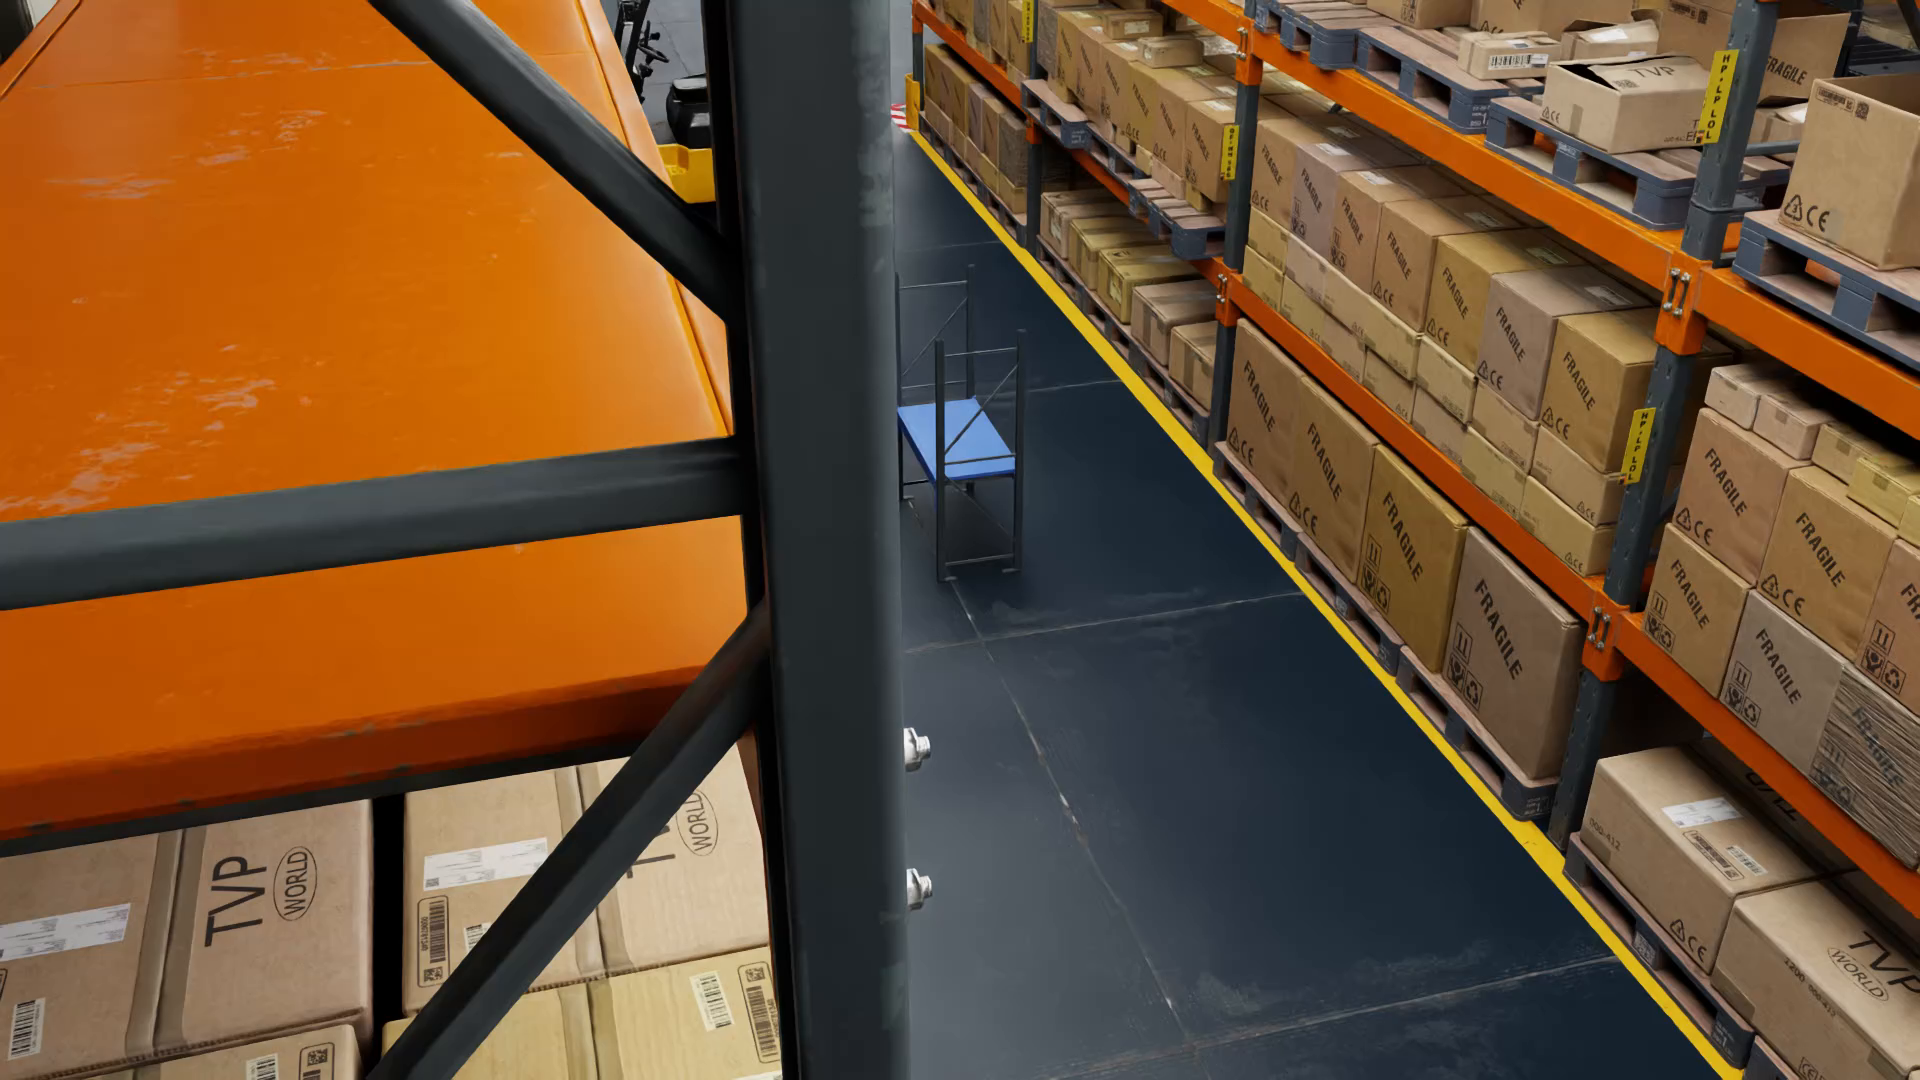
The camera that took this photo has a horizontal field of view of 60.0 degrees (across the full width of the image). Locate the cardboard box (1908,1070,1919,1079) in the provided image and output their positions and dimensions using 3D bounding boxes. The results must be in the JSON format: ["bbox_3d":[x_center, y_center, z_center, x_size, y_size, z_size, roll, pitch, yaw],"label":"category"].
[{"bbox_3d":[3.727,2.135,5.437,0.875,0.438,0.875,-7,31,-12],"label":"cardboard box"}]

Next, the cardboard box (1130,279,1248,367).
[{"bbox_3d":[1.783,-1.584,11.927,0.950,0.372,0.625,-8,31,-14],"label":"cardboard box"}]

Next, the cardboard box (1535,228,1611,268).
[{"bbox_3d":[3.056,-1.189,7.943,0.500,0.500,0.500,-9,31,-15],"label":"cardboard box"}]

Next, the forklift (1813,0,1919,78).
[{"bbox_3d":[5.395,-2.080,10.649,3.031,2.935,1.130,-9,31,-14],"label":"forklift"}]

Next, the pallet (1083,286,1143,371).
[{"bbox_3d":[1.600,-1.669,12.653,1.003,0.211,1.213,-8,31,-13],"label":"pallet"}]

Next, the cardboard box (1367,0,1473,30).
[{"bbox_3d":[2.572,-2.980,8.622,0.700,0.500,0.500,-9,31,-16],"label":"cardboard box"}]

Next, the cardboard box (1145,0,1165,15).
[{"bbox_3d":[1.601,-3.952,12.351,0.380,0.149,0.250,-9,31,-15],"label":"cardboard box"}]

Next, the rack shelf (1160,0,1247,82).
[{"bbox_3d":[1.596,-3.862,11.384,1.077,0.370,4.000,-8,31,-13],"label":"rack shelf"}]

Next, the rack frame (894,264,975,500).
[{"bbox_3d":[-0.158,-0.936,10.101,0.500,1.500,0.032,-8,31,-13],"label":"rack frame"}]

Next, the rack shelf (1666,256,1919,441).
[{"bbox_3d":[3.719,0.001,4.708,1.077,0.370,4.000,-8,31,-13],"label":"rack shelf"}]

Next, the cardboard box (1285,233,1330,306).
[{"bbox_3d":[2.159,-1.534,9.287,0.500,0.250,0.500,-7,31,-12],"label":"cardboard box"}]

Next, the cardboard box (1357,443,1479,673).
[{"bbox_3d":[2.699,0.036,8.626,0.875,0.875,0.875,-7,31,-12],"label":"cardboard box"}]

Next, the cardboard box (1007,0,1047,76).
[{"bbox_3d":[0.707,-4.195,13.838,0.500,0.500,0.500,-9,31,-15],"label":"cardboard box"}]

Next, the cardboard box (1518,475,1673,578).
[{"bbox_3d":[2.826,-0.096,7.302,0.500,0.250,0.500,-9,31,-14],"label":"cardboard box"}]

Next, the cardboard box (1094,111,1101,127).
[{"bbox_3d":[1.205,-3.108,12.187,0.380,0.149,0.250,-8,31,-13],"label":"cardboard box"}]

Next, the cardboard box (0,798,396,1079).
[{"bbox_3d":[-1.059,0.609,2.295,0.500,0.250,0.500,-9,31,-15],"label":"cardboard box"}]

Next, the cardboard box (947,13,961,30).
[{"bbox_3d":[0.091,-4.965,15.816,0.380,0.149,0.250,-7,31,-12],"label":"cardboard box"}]

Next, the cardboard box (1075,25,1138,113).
[{"bbox_3d":[1.164,-3.448,12.128,0.500,0.500,0.500,-8,31,-14],"label":"cardboard box"}]

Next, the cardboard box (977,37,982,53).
[{"bbox_3d":[0.374,-4.465,14.952,0.380,0.149,0.250,-8,31,-14],"label":"cardboard box"}]

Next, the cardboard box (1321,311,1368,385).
[{"bbox_3d":[2.301,-1.075,8.994,0.500,0.250,0.500,-7,31,-12],"label":"cardboard box"}]

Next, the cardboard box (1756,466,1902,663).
[{"bbox_3d":[3.209,0.053,5.797,0.500,0.500,0.500,-8,31,-14],"label":"cardboard box"}]

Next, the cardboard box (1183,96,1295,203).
[{"bbox_3d":[1.738,-2.446,10.397,0.500,0.500,0.500,-9,31,-15],"label":"cardboard box"}]

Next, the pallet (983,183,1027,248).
[{"bbox_3d":[0.852,-2.954,14.875,1.003,0.211,1.213,-8,31,-13],"label":"pallet"}]

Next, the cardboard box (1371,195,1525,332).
[{"bbox_3d":[2.416,-1.381,8.274,0.500,0.500,0.500,-7,31,-12],"label":"cardboard box"}]

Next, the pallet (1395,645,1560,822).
[{"bbox_3d":[2.911,0.866,8.273,1.003,0.211,1.213,-8,31,-13],"label":"pallet"}]

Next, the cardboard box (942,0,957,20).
[{"bbox_3d":[0.138,-5.184,15.547,0.500,0.500,0.500,-8,31,-14],"label":"cardboard box"}]

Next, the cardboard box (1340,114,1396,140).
[{"bbox_3d":[2.516,-2.171,9.639,0.500,0.500,0.500,-9,31,-15],"label":"cardboard box"}]

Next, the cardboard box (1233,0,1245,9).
[{"bbox_3d":[1.840,-3.223,9.812,0.380,0.149,0.250,-8,31,-13],"label":"cardboard box"}]

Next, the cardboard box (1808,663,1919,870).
[{"bbox_3d":[3.316,0.725,5.634,0.500,0.500,0.500,-8,31,-13],"label":"cardboard box"}]

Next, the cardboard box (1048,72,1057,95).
[{"bbox_3d":[0.907,-3.606,13.048,0.380,0.149,0.250,-7,31,-13],"label":"cardboard box"}]

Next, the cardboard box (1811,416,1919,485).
[{"bbox_3d":[3.214,-0.308,5.773,0.380,0.149,0.250,-8,31,-14],"label":"cardboard box"}]

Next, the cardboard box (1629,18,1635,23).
[{"bbox_3d":[5.825,-4.058,13.898,0.500,0.500,0.500,-8,31,-13],"label":"cardboard box"}]

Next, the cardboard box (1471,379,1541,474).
[{"bbox_3d":[2.697,-0.550,7.588,0.500,0.250,0.500,-7,31,-12],"label":"cardboard box"}]

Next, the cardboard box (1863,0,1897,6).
[{"bbox_3d":[6.489,-3.802,12.458,0.700,0.500,0.500,-8,31,-14],"label":"cardboard box"}]

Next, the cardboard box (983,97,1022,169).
[{"bbox_3d":[0.512,-3.653,14.876,0.500,0.500,0.500,-7,31,-12],"label":"cardboard box"}]

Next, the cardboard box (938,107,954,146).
[{"bbox_3d":[0.079,-4.091,16.381,0.500,0.250,0.500,-7,31,-11],"label":"cardboard box"}]

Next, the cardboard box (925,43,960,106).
[{"bbox_3d":[-0.043,-4.652,16.601,0.500,0.500,0.500,-9,31,-15],"label":"cardboard box"}]

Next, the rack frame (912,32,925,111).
[{"bbox_3d":[0.003,-5.774,16.962,1.000,3.000,0.127,-8,31,-13],"label":"rack frame"}]

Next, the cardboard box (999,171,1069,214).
[{"bbox_3d":[0.649,-3.083,14.639,0.500,0.250,0.500,-6,31,-11],"label":"cardboard box"}]

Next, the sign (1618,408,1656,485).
[{"bbox_3d":[2.668,-0.368,6.545,0.100,0.325,0.005,-8,31,-13],"label":"sign"}]

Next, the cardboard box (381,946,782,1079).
[{"bbox_3d":[-0.410,0.790,1.982,0.500,0.250,0.500,-8,31,-14],"label":"cardboard box"}]

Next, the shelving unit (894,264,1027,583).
[{"bbox_3d":[-0.023,-0.690,9.677,0.538,1.500,1.048,-8,31,-13],"label":"shelving unit"}]

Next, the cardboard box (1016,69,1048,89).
[{"bbox_3d":[0.686,-3.848,13.885,0.380,0.149,0.250,-8,31,-14],"label":"cardboard box"}]

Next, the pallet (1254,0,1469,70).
[{"bbox_3d":[2.349,-2.822,9.057,1.213,0.211,1.003,-6,31,-11],"label":"pallet"}]

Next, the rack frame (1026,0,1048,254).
[{"bbox_3d":[1.065,-3.842,13.624,1.000,3.000,0.127,-8,31,-13],"label":"rack frame"}]

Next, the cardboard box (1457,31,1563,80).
[{"bbox_3d":[2.542,-2.250,7.694,0.380,0.166,0.250,-5,30,-9],"label":"cardboard box"}]

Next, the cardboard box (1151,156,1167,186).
[{"bbox_3d":[1.503,-2.468,11.082,0.380,0.149,0.250,-9,31,-16],"label":"cardboard box"}]

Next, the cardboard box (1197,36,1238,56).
[{"bbox_3d":[1.812,-3.260,11.804,0.500,0.500,0.500,-9,31,-15],"label":"cardboard box"}]
